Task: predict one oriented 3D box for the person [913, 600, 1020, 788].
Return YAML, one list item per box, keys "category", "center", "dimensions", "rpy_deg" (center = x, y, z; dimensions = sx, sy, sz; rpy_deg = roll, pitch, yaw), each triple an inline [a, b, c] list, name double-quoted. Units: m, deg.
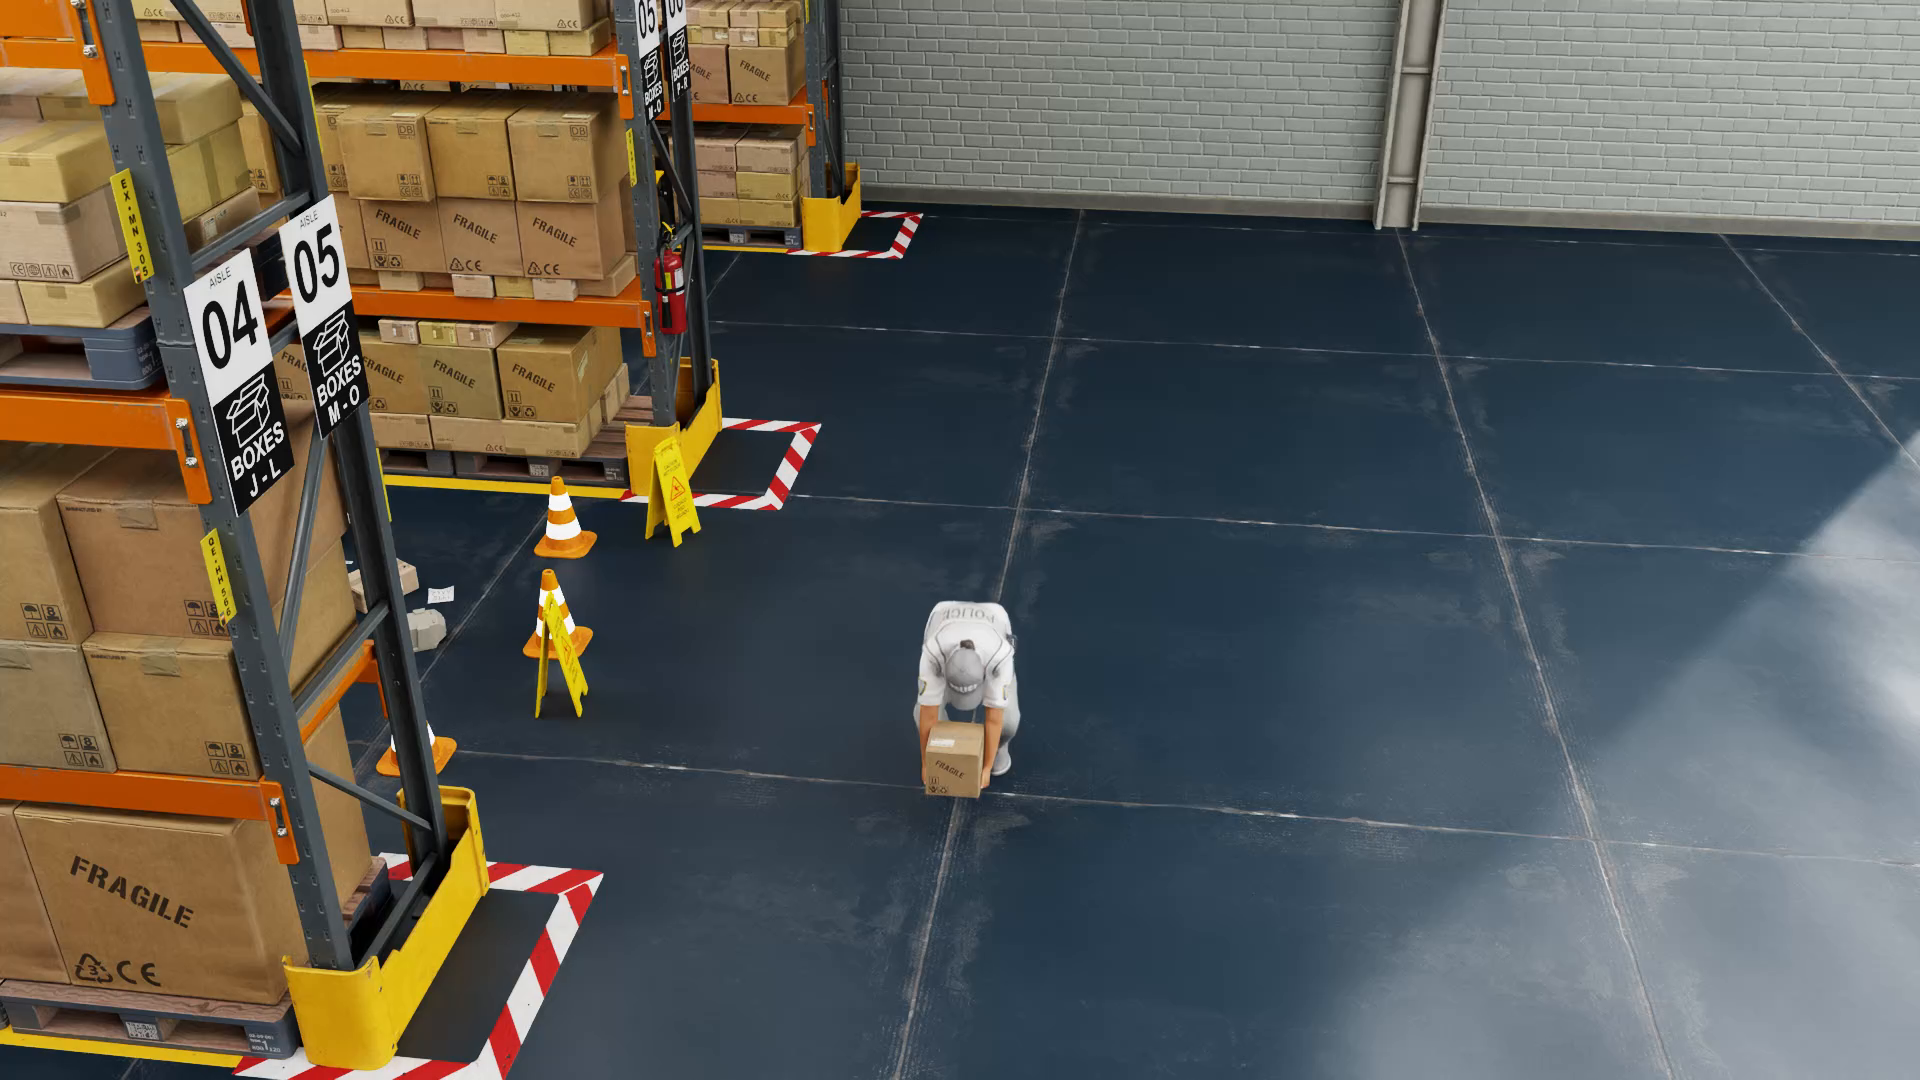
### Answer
- category: "person"
  center: [0.038, 0.747, 8.015]
  dimensions: [0.514, 0.940, 0.916]
  rpy_deg: [2, 29, 4]
